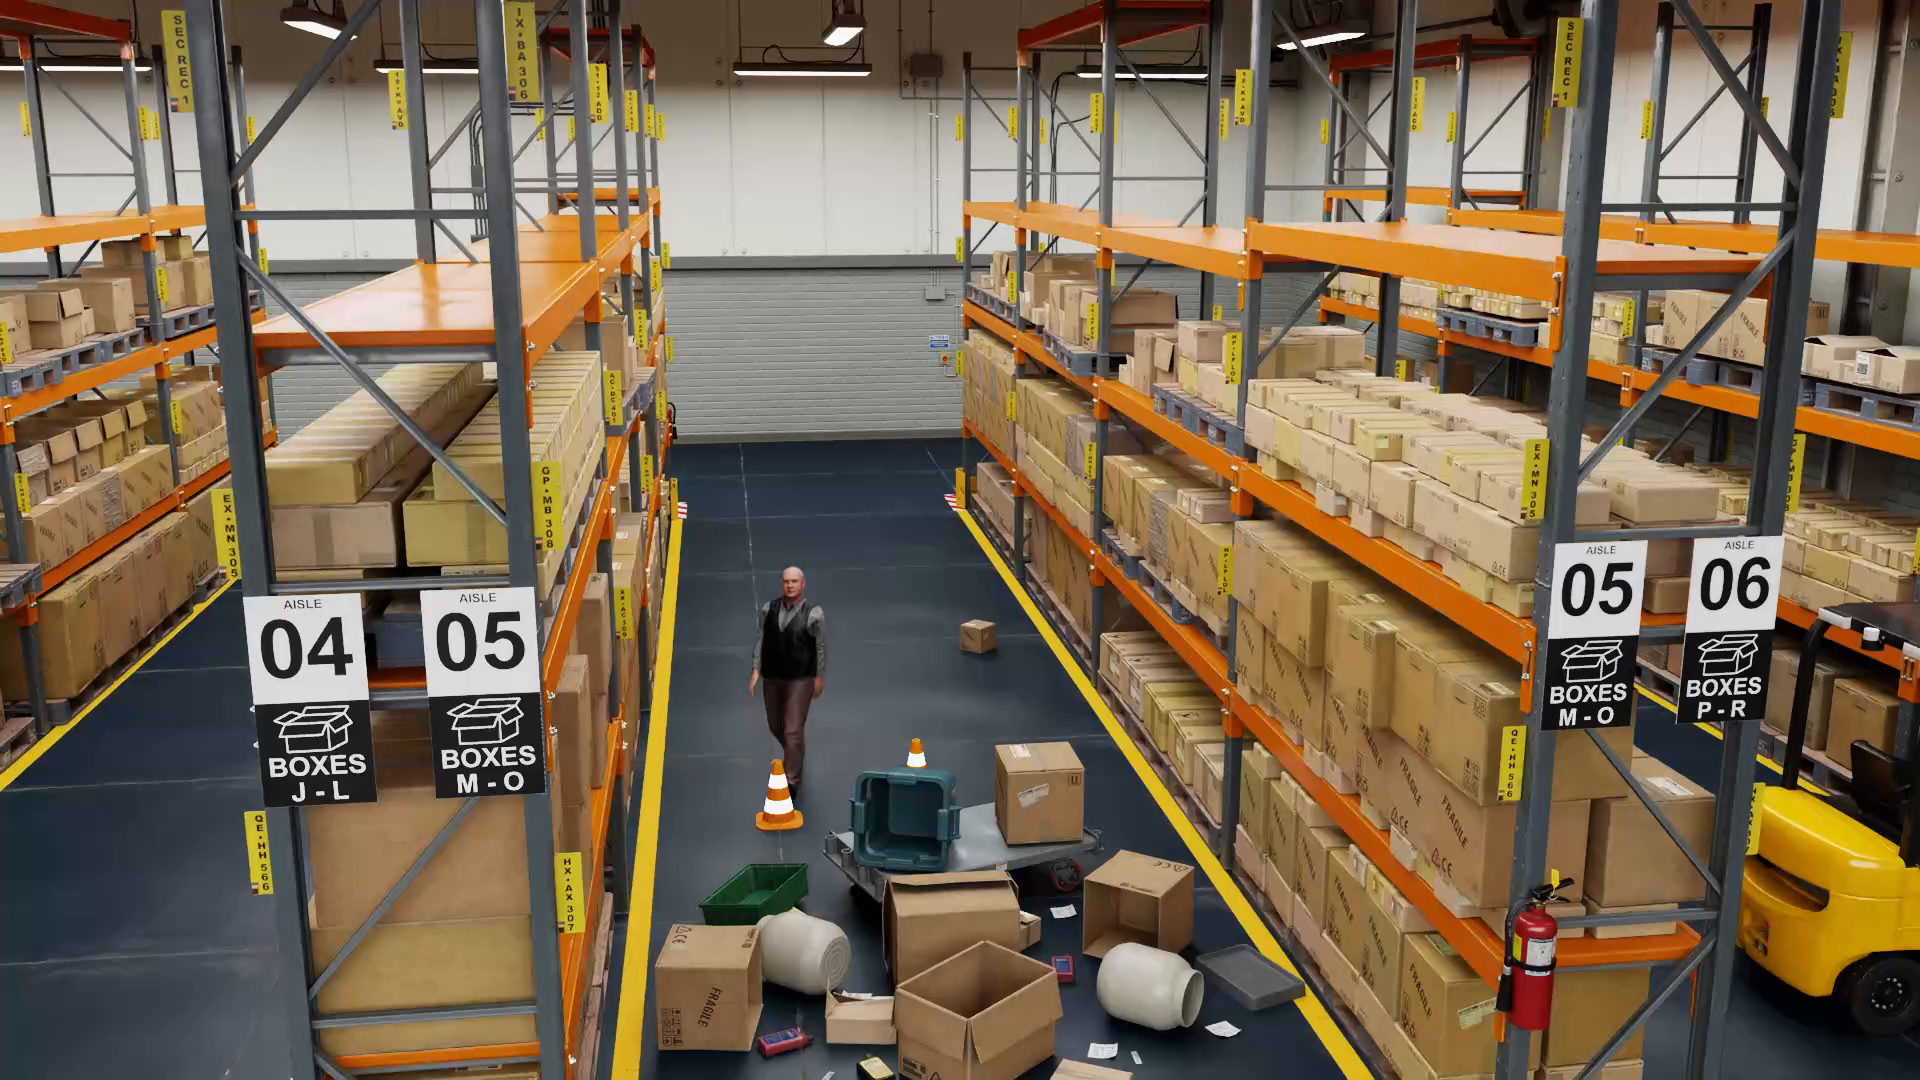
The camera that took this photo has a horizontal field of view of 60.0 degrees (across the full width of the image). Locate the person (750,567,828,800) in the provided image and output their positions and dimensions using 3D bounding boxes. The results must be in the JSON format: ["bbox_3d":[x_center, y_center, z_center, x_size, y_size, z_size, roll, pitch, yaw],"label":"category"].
[{"bbox_3d":[-1.312,1.055,12.513,0.536,1.684,0.904,5,14,21],"label":"person"}]
